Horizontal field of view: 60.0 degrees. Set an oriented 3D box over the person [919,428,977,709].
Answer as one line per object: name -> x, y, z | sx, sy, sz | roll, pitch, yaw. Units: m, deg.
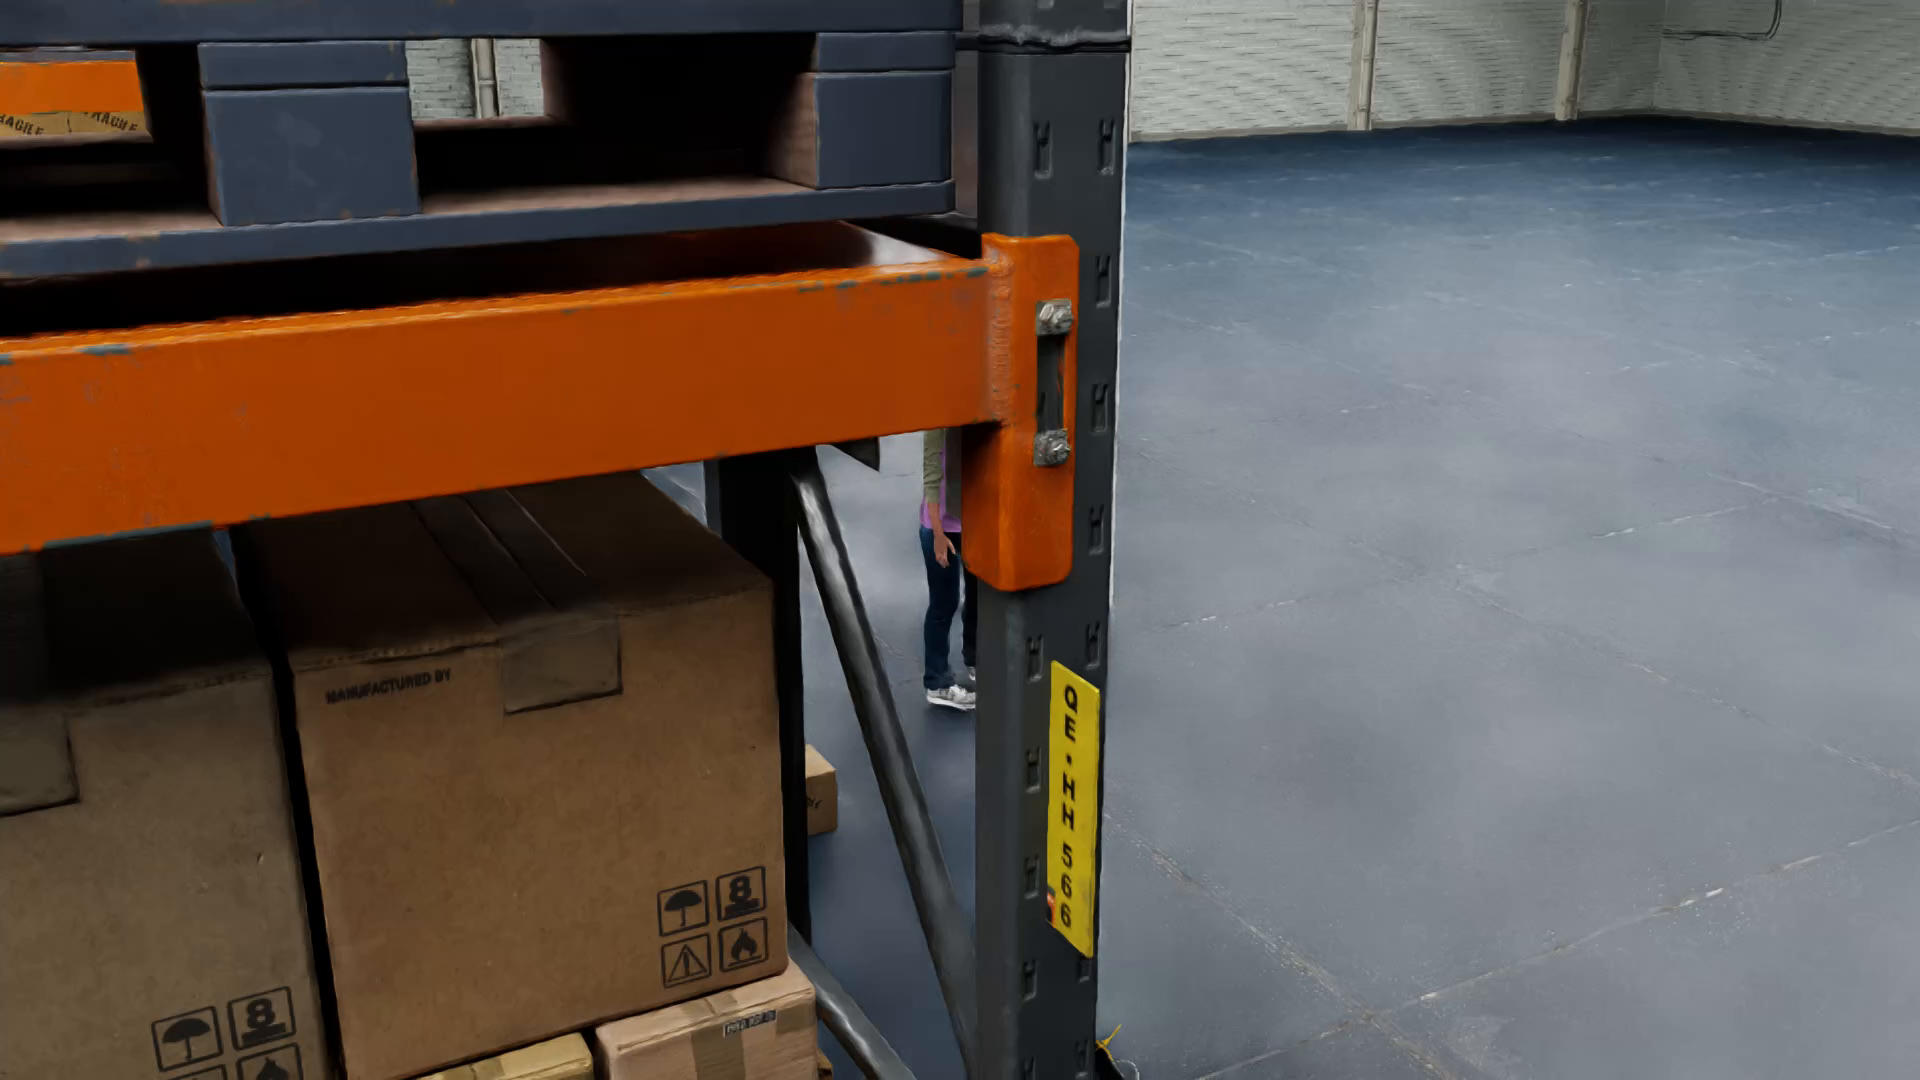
person -> 0.023, -0.059, 7.202 | 0.427, 1.600, 0.345 | -13, 23, -34
